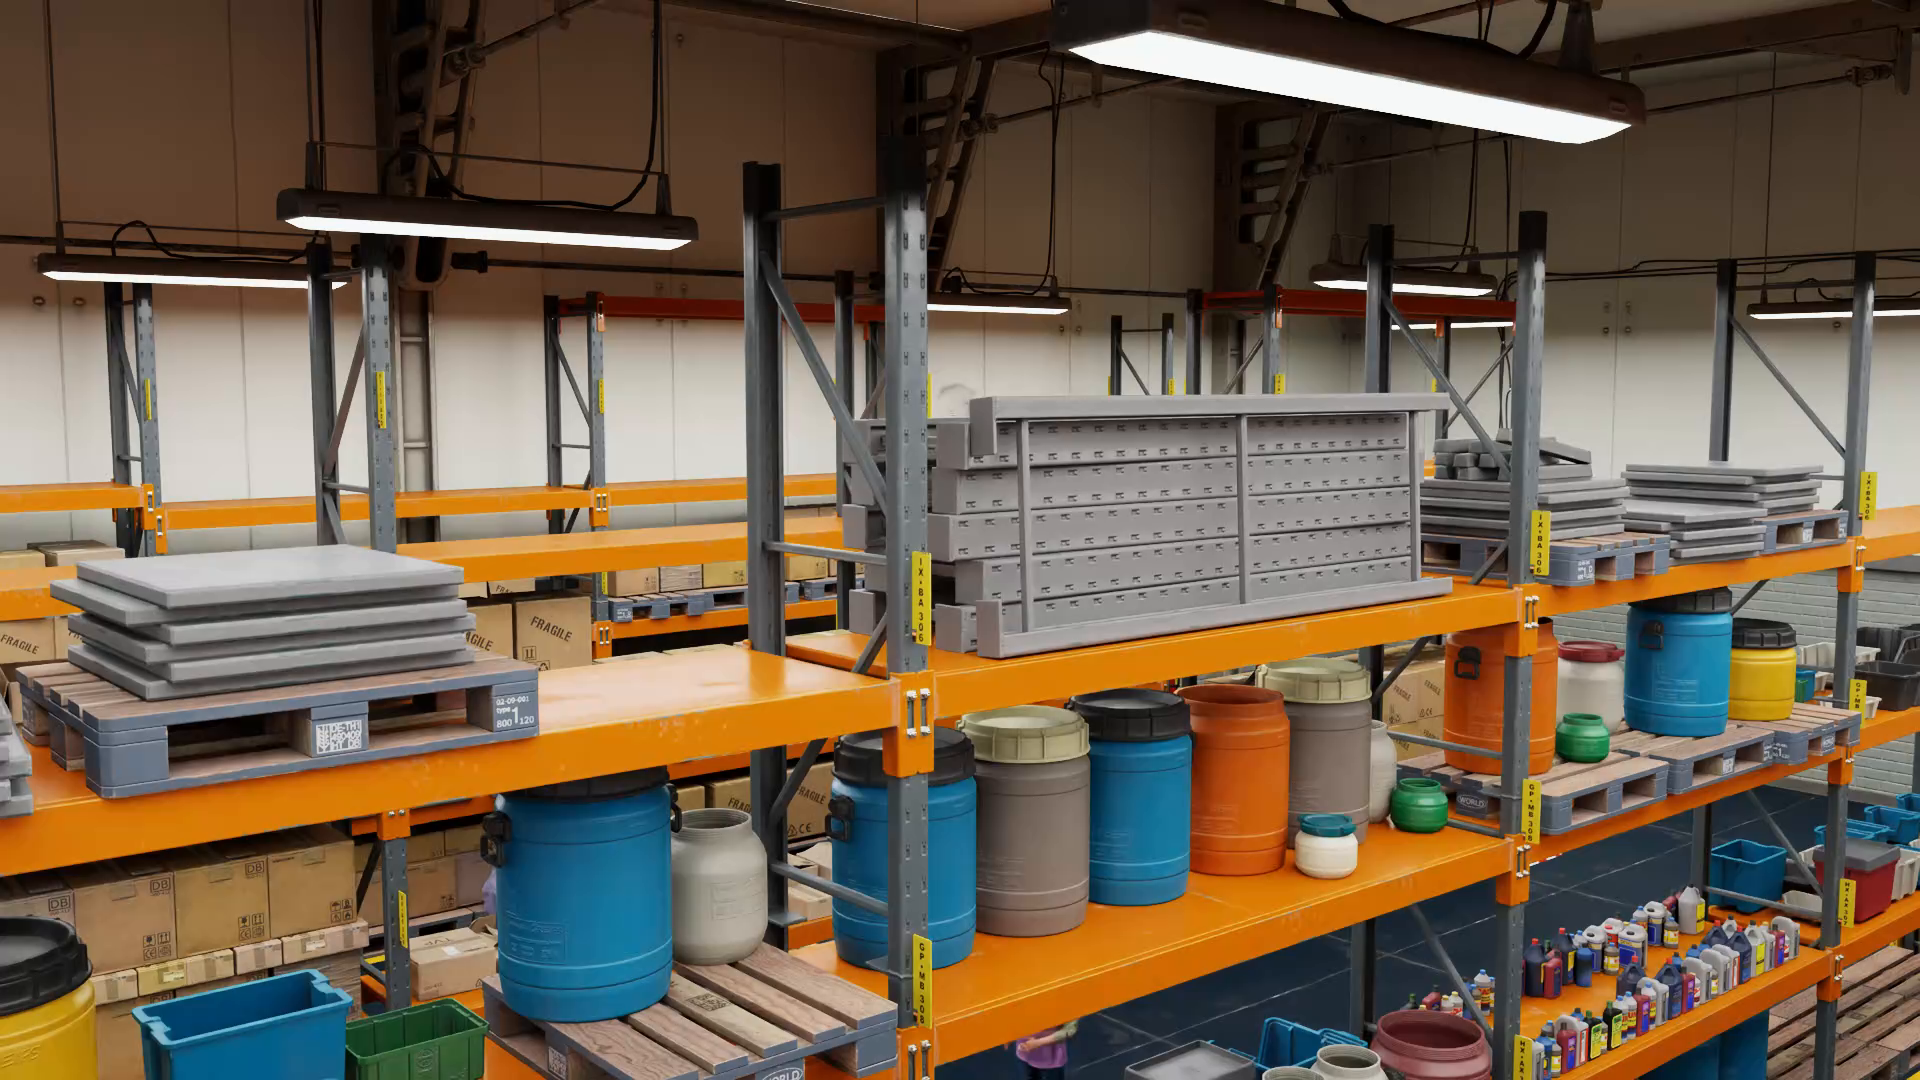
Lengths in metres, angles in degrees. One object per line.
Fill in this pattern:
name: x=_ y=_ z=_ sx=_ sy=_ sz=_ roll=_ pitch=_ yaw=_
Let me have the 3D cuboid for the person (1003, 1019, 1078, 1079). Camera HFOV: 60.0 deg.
person: x=0.552 y=3.362 z=10.774 sx=0.730 sy=1.542 sz=0.546 roll=-5 pitch=7 yaw=-42

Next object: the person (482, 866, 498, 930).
person: x=-3.539 y=3.124 z=13.208 sx=0.809 sy=1.619 sz=0.605 roll=-5 pitch=8 yaw=-44
